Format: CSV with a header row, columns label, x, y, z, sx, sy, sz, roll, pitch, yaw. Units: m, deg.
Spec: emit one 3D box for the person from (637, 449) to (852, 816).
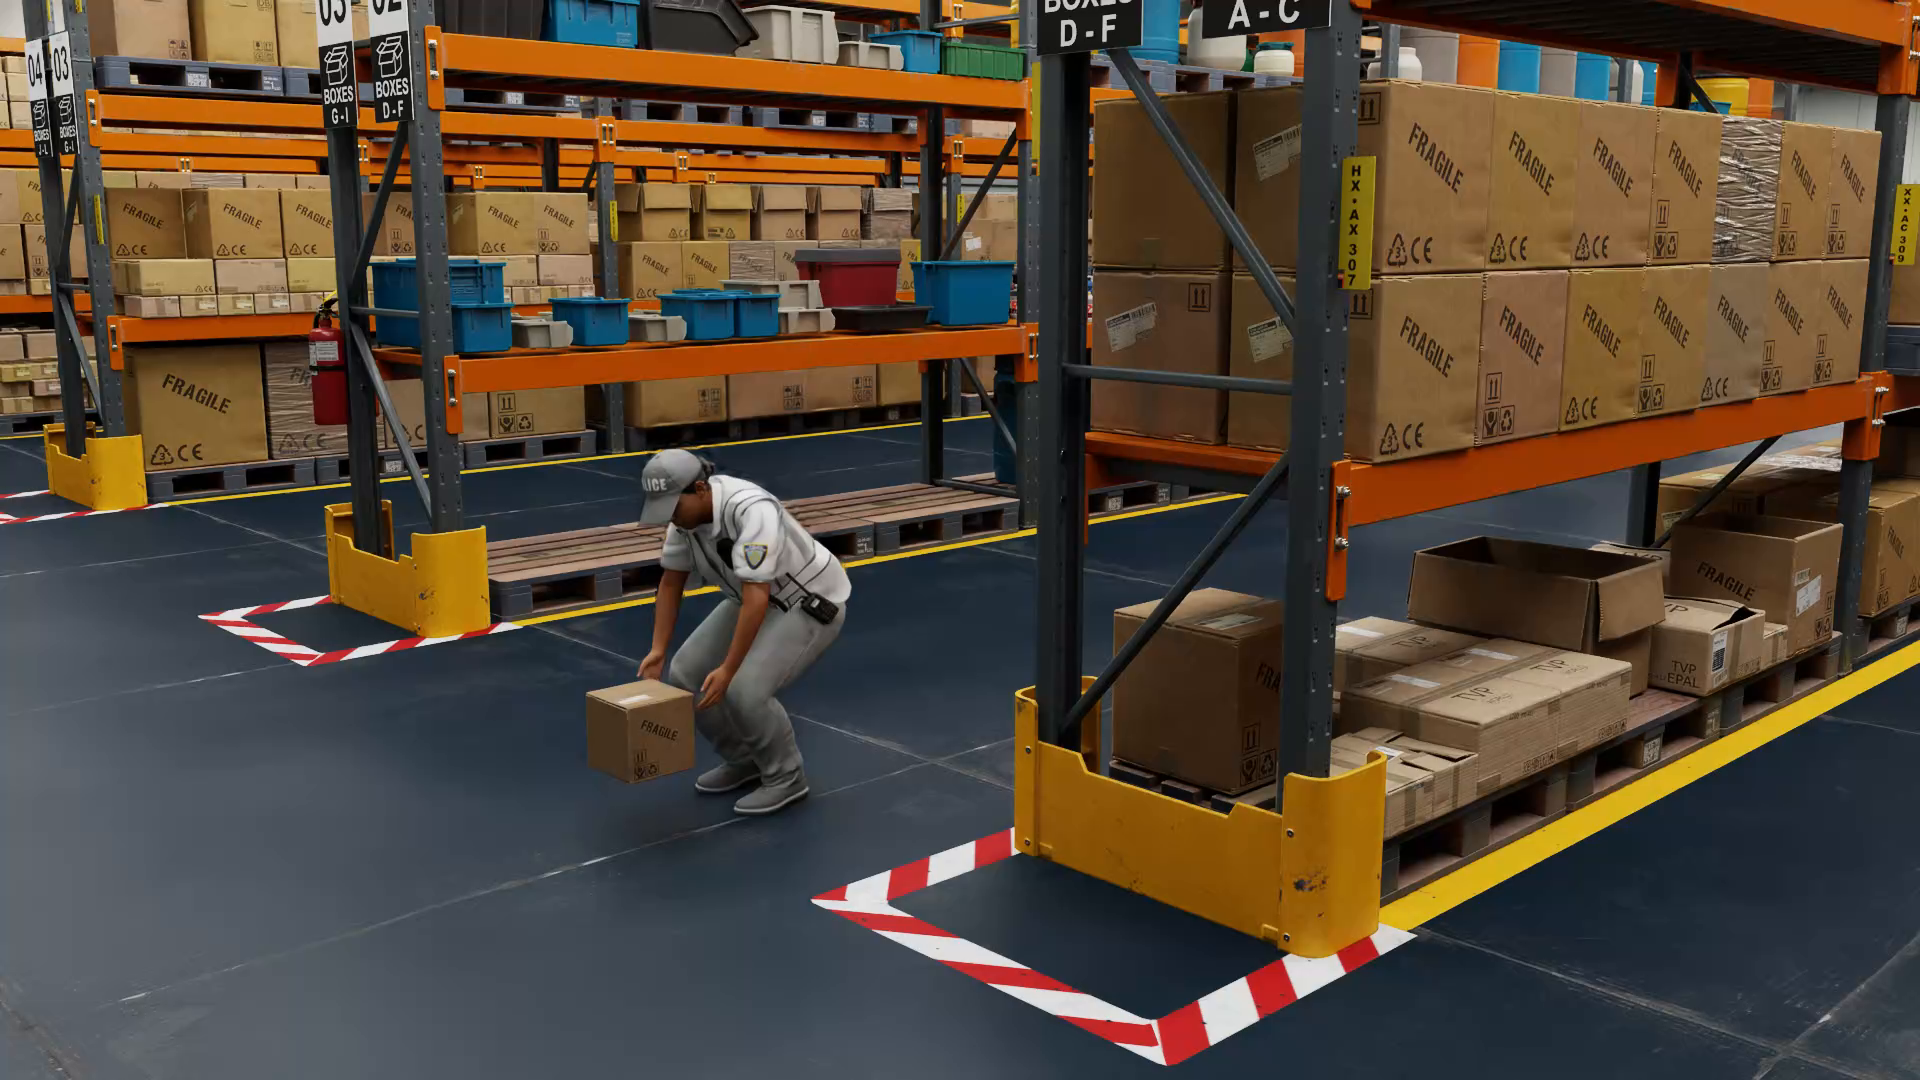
label,x,y,z,sx,sy,sz,roll,pitch,yaw
person,-0.725,0.284,5.578,0.794,1.239,0.540,-10,15,-43
